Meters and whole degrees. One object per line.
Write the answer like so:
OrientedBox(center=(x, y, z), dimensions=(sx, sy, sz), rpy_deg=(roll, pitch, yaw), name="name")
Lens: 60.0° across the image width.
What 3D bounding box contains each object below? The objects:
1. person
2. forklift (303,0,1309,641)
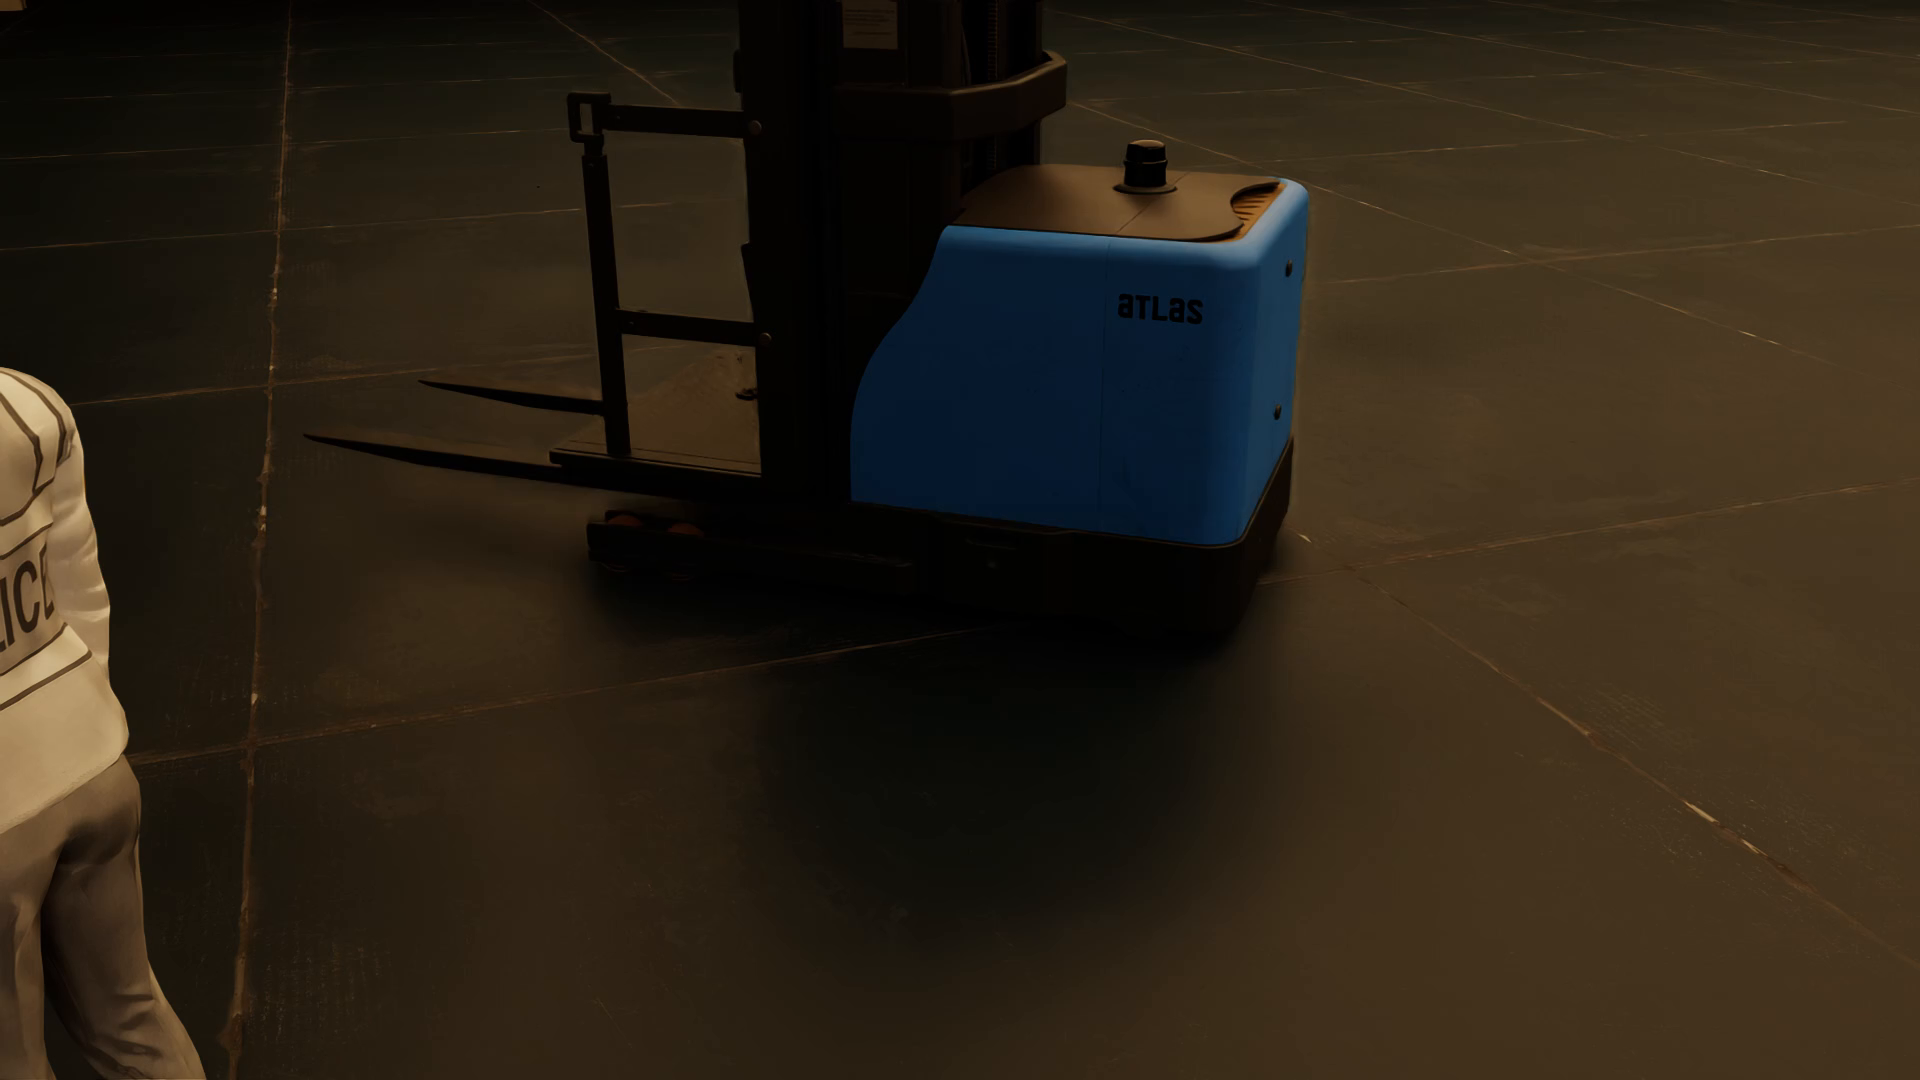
OrientedBox(center=(-1.225, 0.352, 2.067), dimensions=(0.355, 1.694, 0.464), rpy_deg=(5, 23, 12), name="person")
OrientedBox(center=(-0.561, -1.415, 4.663), dimensions=(3.031, 2.935, 1.130), rpy_deg=(8, 24, 17), name="forklift")
